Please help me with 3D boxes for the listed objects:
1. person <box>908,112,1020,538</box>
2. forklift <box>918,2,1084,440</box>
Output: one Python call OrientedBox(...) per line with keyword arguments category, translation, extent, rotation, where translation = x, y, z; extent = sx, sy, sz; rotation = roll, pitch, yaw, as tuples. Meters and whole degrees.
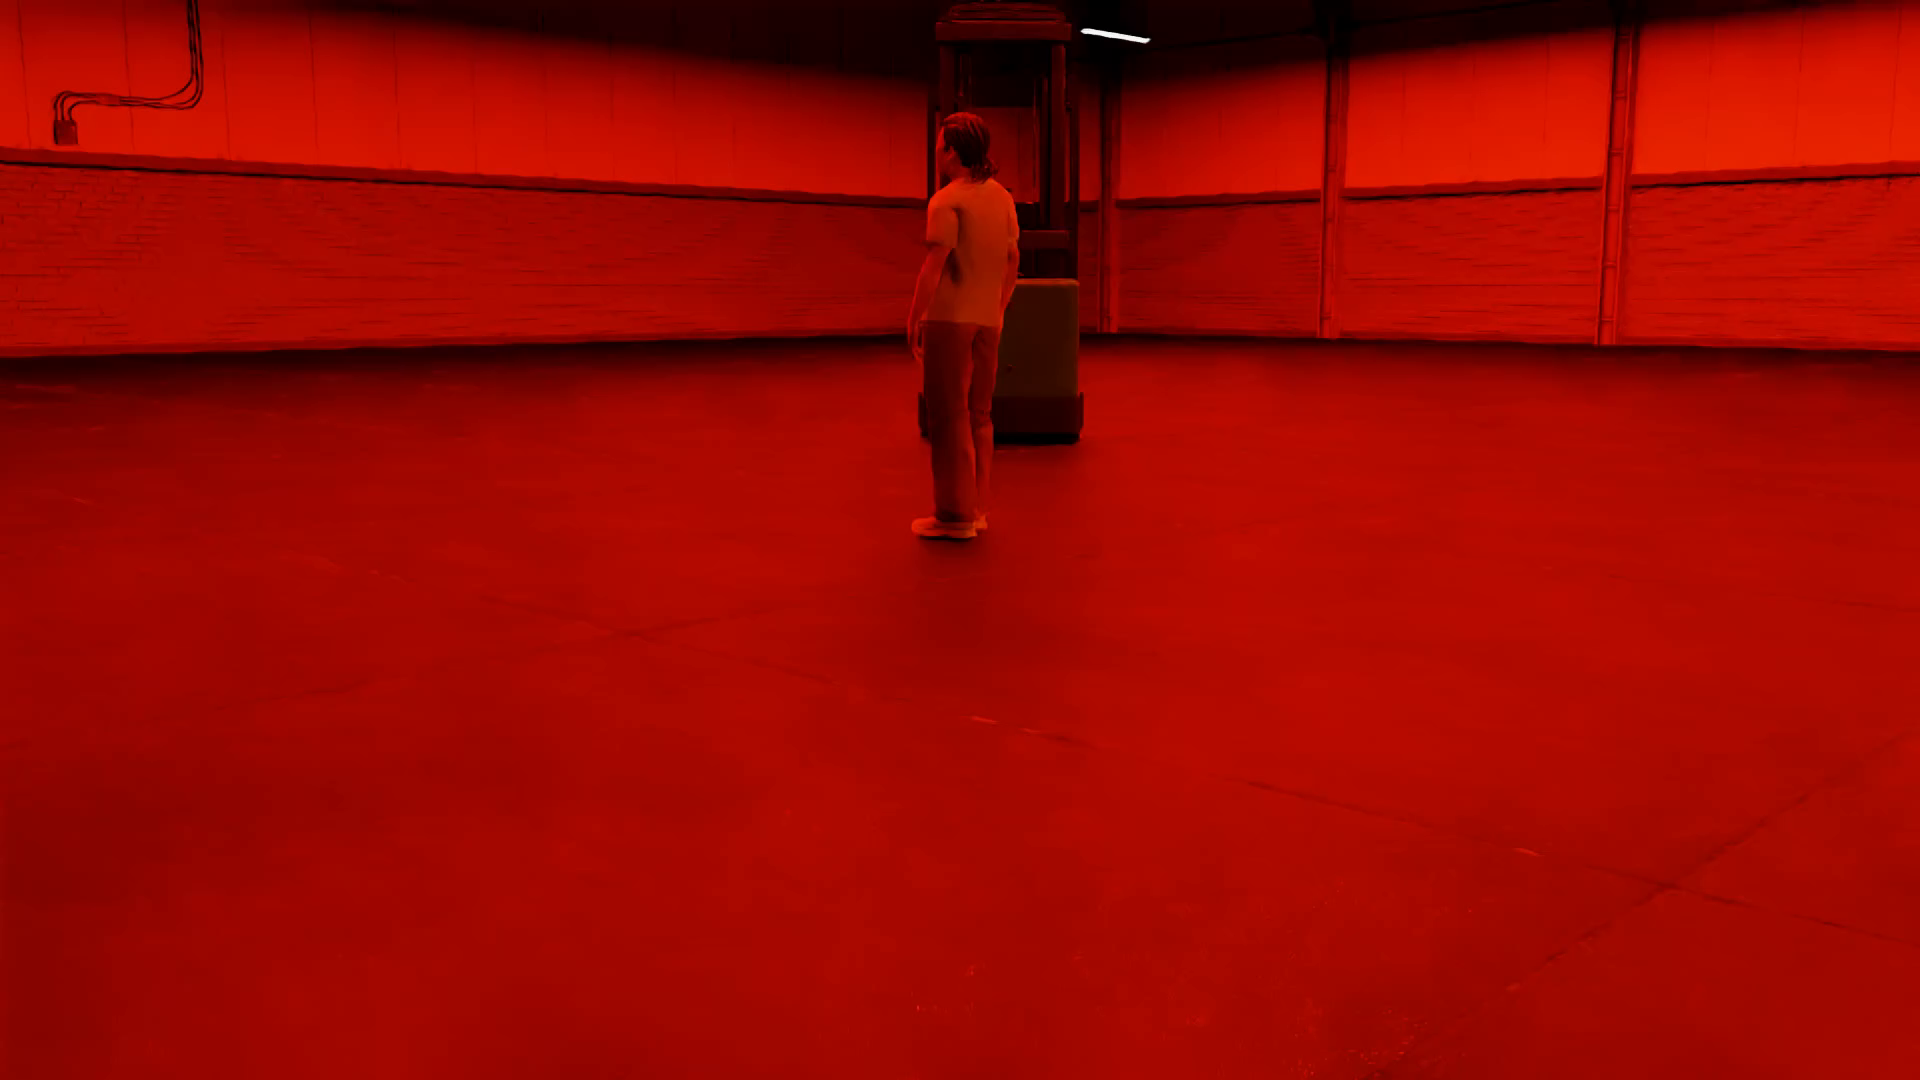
OrientedBox(category="person", translation=(-0.046, -0.844, 6.650), extent=(0.548, 1.674, 0.554), rotation=(8, 12, 43))
OrientedBox(category="forklift", translation=(0.315, -2.303, 12.168), extent=(1.130, 2.935, 3.031), rotation=(0, 9, 2))
